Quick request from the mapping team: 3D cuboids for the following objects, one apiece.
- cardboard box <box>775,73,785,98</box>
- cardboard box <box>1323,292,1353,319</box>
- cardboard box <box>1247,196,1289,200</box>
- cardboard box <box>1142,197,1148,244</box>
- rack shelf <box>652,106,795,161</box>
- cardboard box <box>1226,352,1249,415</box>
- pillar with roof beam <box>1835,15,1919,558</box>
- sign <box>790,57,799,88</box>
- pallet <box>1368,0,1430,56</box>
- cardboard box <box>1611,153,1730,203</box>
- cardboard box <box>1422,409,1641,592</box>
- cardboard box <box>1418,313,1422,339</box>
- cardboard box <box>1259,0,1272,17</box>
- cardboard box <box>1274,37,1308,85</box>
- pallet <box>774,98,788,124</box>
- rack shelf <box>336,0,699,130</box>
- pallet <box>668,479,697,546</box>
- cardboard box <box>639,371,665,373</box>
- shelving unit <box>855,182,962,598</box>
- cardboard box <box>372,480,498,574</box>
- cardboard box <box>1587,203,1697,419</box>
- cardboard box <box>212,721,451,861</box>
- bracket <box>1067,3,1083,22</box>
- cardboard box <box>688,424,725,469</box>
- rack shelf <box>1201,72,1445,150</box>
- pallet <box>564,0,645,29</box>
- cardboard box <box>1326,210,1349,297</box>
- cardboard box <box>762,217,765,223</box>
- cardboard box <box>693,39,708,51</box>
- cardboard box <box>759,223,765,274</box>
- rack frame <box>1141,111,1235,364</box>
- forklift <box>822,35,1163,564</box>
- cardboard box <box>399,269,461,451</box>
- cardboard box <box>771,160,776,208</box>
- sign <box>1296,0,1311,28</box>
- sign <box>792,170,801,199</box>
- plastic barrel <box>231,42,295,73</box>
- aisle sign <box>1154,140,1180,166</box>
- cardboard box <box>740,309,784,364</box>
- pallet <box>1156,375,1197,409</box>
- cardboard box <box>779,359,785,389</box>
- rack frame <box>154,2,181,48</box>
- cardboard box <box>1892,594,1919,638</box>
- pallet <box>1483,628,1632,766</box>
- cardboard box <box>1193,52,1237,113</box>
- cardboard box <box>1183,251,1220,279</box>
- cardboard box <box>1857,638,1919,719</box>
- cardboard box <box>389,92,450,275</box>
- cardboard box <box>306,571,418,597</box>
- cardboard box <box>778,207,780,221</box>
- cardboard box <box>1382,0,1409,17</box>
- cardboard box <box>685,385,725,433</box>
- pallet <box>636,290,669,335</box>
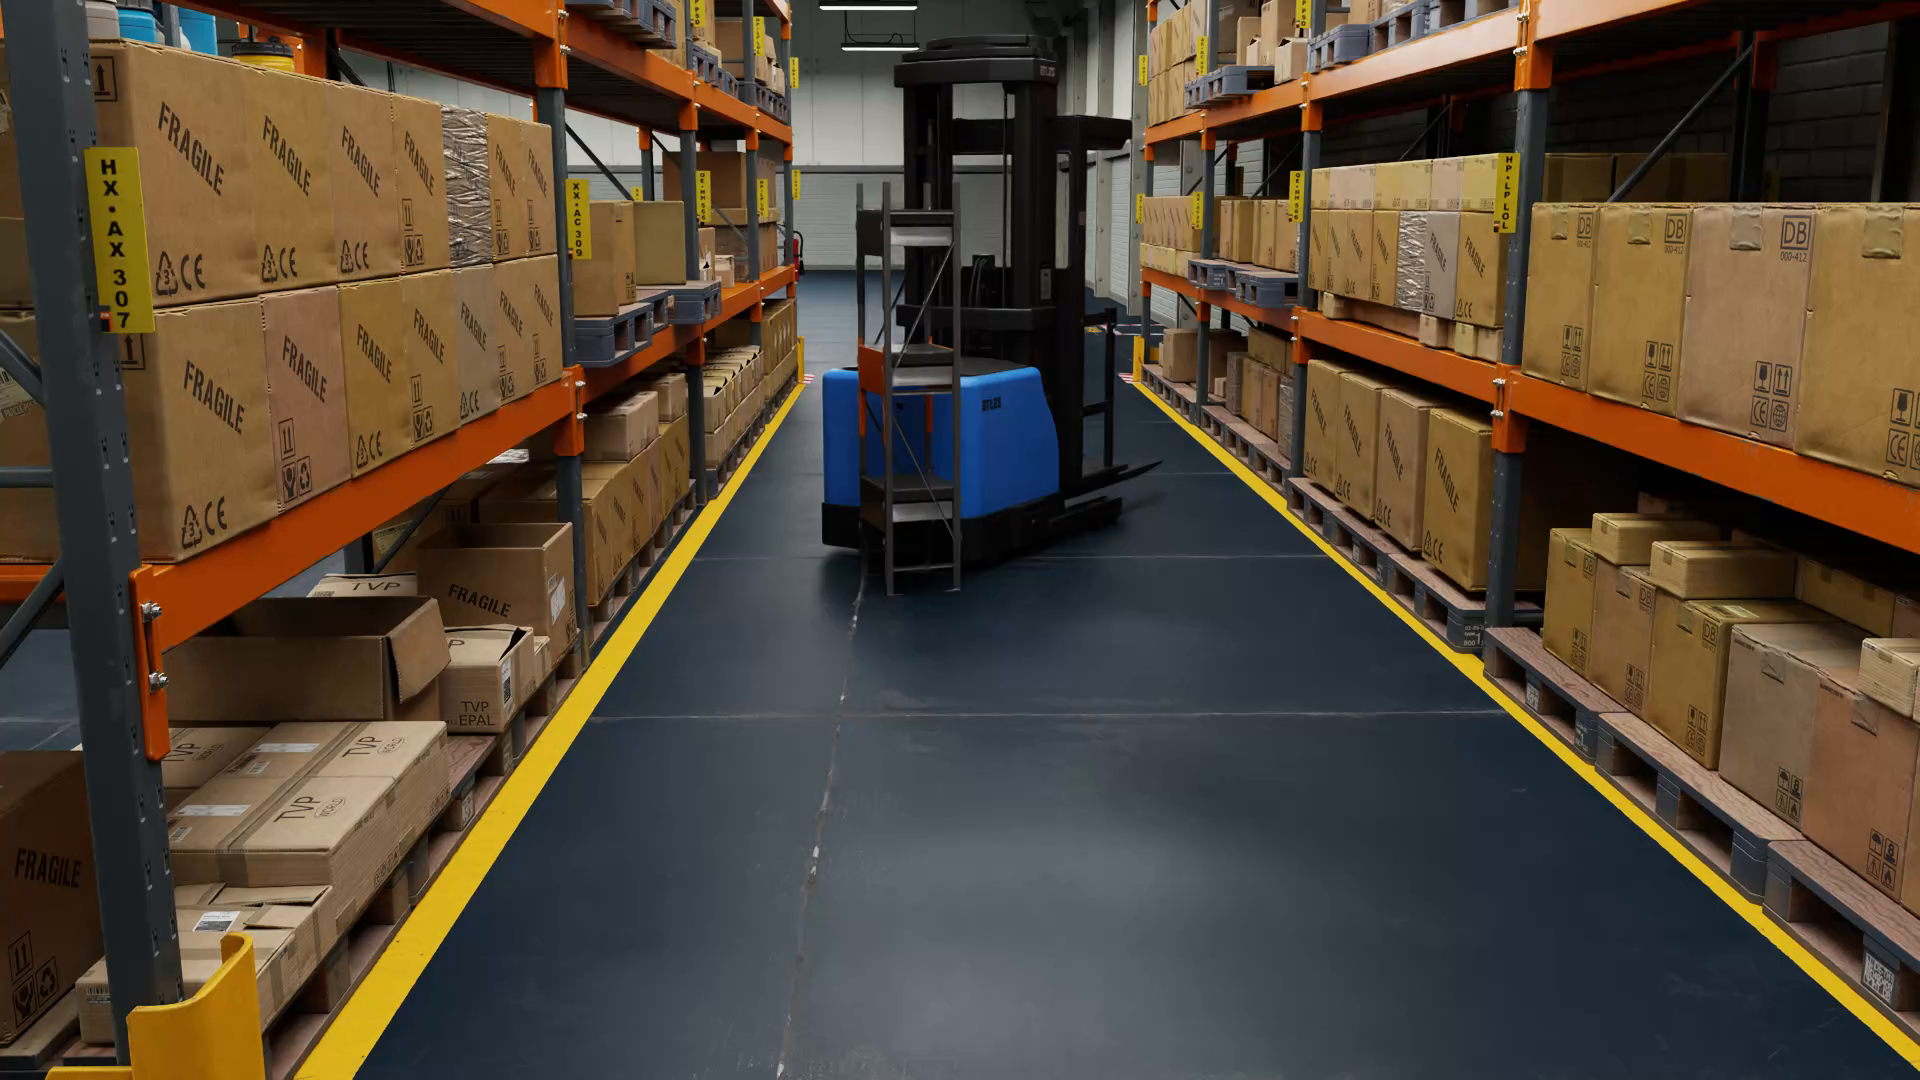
[{"bbox_3d":[-2.088,-4.730,17.255,0.500,0.250,0.500,0,11,-1],"label":"cardboard box"},{"bbox_3d":[2.435,-1.435,10.169,0.380,0.149,0.250,0,11,1],"label":"cardboard box"},{"bbox_3d":[2.859,-2.911,15.305,0.500,0.500,0.500,-1,11,-2],"label":"cardboard box"},{"bbox_3d":[2.287,-3.516,18.286,0.500,0.500,0.500,0,11,-1],"label":"cardboard box"},{"bbox_3d":[-2.334,-4.007,16.531,1.077,0.370,4.000,0,11,-1],"label":"rack shelf"},{"bbox_3d":[2.692,-1.357,14.386,0.700,0.500,0.500,0,11,1],"label":"cardboard box"},{"bbox_3d":[-0.599,-3.710,5.711,9.100,9.000,0.400,0,11,-1],"label":"pillar with roof beam"},{"bbox_3d":[-1.832,-5.152,18.336,0.100,0.325,0.005,0,11,-1],"label":"sign"},{"bbox_3d":[2.835,-2.745,8.978,1.003,0.211,1.213,0,11,1],"label":"pallet"},{"bbox_3d":[3.076,-1.587,7.403,0.500,0.250,0.500,0,11,1],"label":"cardboard box"},{"bbox_3d":[2.682,-0.204,7.870,0.750,0.750,0.750,0,11,0],"label":"cardboard box"},{"bbox_3d":[2.543,-1.078,8.412,0.380,0.149,0.250,0,11,-1],"label":"cardboard box"},{"bbox_3d":[2.936,-4.630,14.978,0.500,0.500,0.500,0,11,0],"label":"cardboard box"},{"bbox_3d":[2.458,-3.296,11.391,0.500,0.311,0.500,0,11,-1],"label":"cardboard box"},{"bbox_3d":[-2.386,-4.573,17.735,1.003,0.211,1.213,0,11,-1],"label":"pallet"},{"bbox_3d":[-2.168,-2.417,8.692,1.077,0.370,4.000,0,11,-1],"label":"rack shelf"},{"bbox_3d":[-2.232,-0.182,10.424,1.003,0.211,1.213,0,11,-1],"label":"pallet"},{"bbox_3d":[-2.492,-1.137,12.567,0.500,0.311,0.500,0,11,-2],"label":"cardboard box"},{"bbox_3d":[-0.268,-0.791,8.679,0.431,2.100,0.503,-4,12,-18],"label":"shelving unit"},{"bbox_3d":[-2.424,0.011,7.642,0.500,0.500,0.500,0,11,-1],"label":"cardboard box"},{"bbox_3d":[2.830,-0.817,5.786,0.980,0.700,0.700,-1,11,-3],"label":"cardboard box"},{"bbox_3d":[-1.793,0.717,4.788,0.500,0.250,0.500,0,11,-1],"label":"cardboard box"},{"bbox_3d":[2.668,-12.051,37.776,0.076,0.066,4.783,0,11,-1],"label":"bracket"},{"bbox_3d":[-1.927,-0.660,11.629,0.500,0.250,0.500,0,11,-1],"label":"cardboard box"},{"bbox_3d":[2.702,-3.233,12.716,1.077,0.370,4.000,0,11,-1],"label":"rack shelf"},{"bbox_3d":[-2.070,-2.410,7.320,1.213,0.211,1.003,0,11,-1],"label":"pallet"},{"bbox_3d":[2.499,-1.721,9.947,0.500,0.500,0.500,0,11,1],"label":"cardboard box"},{"bbox_3d":[-2.140,-3.221,16.508,0.380,0.149,0.250,0,11,-2],"label":"cardboard box"},{"bbox_3d":[-2.275,-3.863,13.331,0.500,0.250,0.500,-1,12,-7],"label":"cardboard box"},{"bbox_3d":[-2.343,-2.936,16.733,0.700,0.500,0.500,0,11,1],"label":"cardboard box"},{"bbox_3d":[2.578,-3.308,18.821,1.000,3.000,0.127,0,11,-1],"label":"rack frame"},{"bbox_3d":[0.379,-1.552,10.339,1.130,2.935,3.031,7,13,30],"label":"forklift"},{"bbox_3d":[-1.822,-0.547,4.957,0.500,0.500,0.500,0,11,0],"label":"cardboard box"},{"bbox_3d":[-2.377,-3.869,18.069,0.700,0.500,0.500,0,11,-1],"label":"cardboard box"},{"bbox_3d":[2.200,-3.440,10.624,0.100,0.325,0.005,0,11,-1],"label":"sign"},{"bbox_3d":[-1.832,-3.970,18.576,0.100,0.325,0.005,0,11,-1],"label":"sign"},{"bbox_3d":[-7.177,-4.809,17.147,0.600,0.588,0.600,0,11,0],"label":"plastic barrel"},{"bbox_3d":[2.276,-4.595,18.627,0.394,0.787,0.004,0,11,-1],"label":"aisle sign"},{"bbox_3d":[-2.010,-2.010,16.396,0.500,0.500,0.500,0,11,-1],"label":"cardboard box"},{"bbox_3d":[2.583,-1.523,17.035,1.003,0.211,1.213,0,11,-1],"label":"pallet"},{"bbox_3d":[-2.009,-1.642,16.470,0.500,0.250,0.500,0,11,-1],"label":"cardboard box"},{"bbox_3d":[-7.245,-5.412,14.105,1.000,3.000,0.127,0,11,-1],"label":"rack frame"},{"bbox_3d":[2.974,0.258,4.843,0.380,0.149,0.250,0,11,0],"label":"cardboard box"},{"bbox_3d":[2.763,0.595,6.594,1.003,0.211,1.213,0,11,-1],"label":"pallet"},{"bbox_3d":[2.403,-4.142,15.084,0.500,0.500,0.500,0,11,0],"label":"cardboard box"},{"bbox_3d":[2.347,-2.542,15.373,0.500,0.250,0.500,0,11,-1],"label":"cardboard box"},{"bbox_3d":[2.603,0.359,4.343,0.380,0.149,0.250,0,11,0],"label":"cardboard box"},{"bbox_3d":[-1.825,-1.039,4.871,0.500,0.500,0.500,0,11,-2],"label":"cardboard box"},{"bbox_3d":[-2.335,0.285,6.767,0.500,0.311,0.500,0,11,-1],"label":"cardboard box"},{"bbox_3d":[-2.177,-3.579,18.272,0.380,0.149,0.250,0,11,-2],"label":"cardboard box"},{"bbox_3d":[2.874,-3.251,9.639,0.700,0.500,0.500,-1,12,-4],"label":"cardboard box"},{"bbox_3d":[-1.927,-0.935,11.574,0.500,0.311,0.500,0,11,1],"label":"cardboard box"},{"bbox_3d":[-2.165,-1.216,8.992,1.003,0.211,1.213,0,11,-1],"label":"pallet"}]
